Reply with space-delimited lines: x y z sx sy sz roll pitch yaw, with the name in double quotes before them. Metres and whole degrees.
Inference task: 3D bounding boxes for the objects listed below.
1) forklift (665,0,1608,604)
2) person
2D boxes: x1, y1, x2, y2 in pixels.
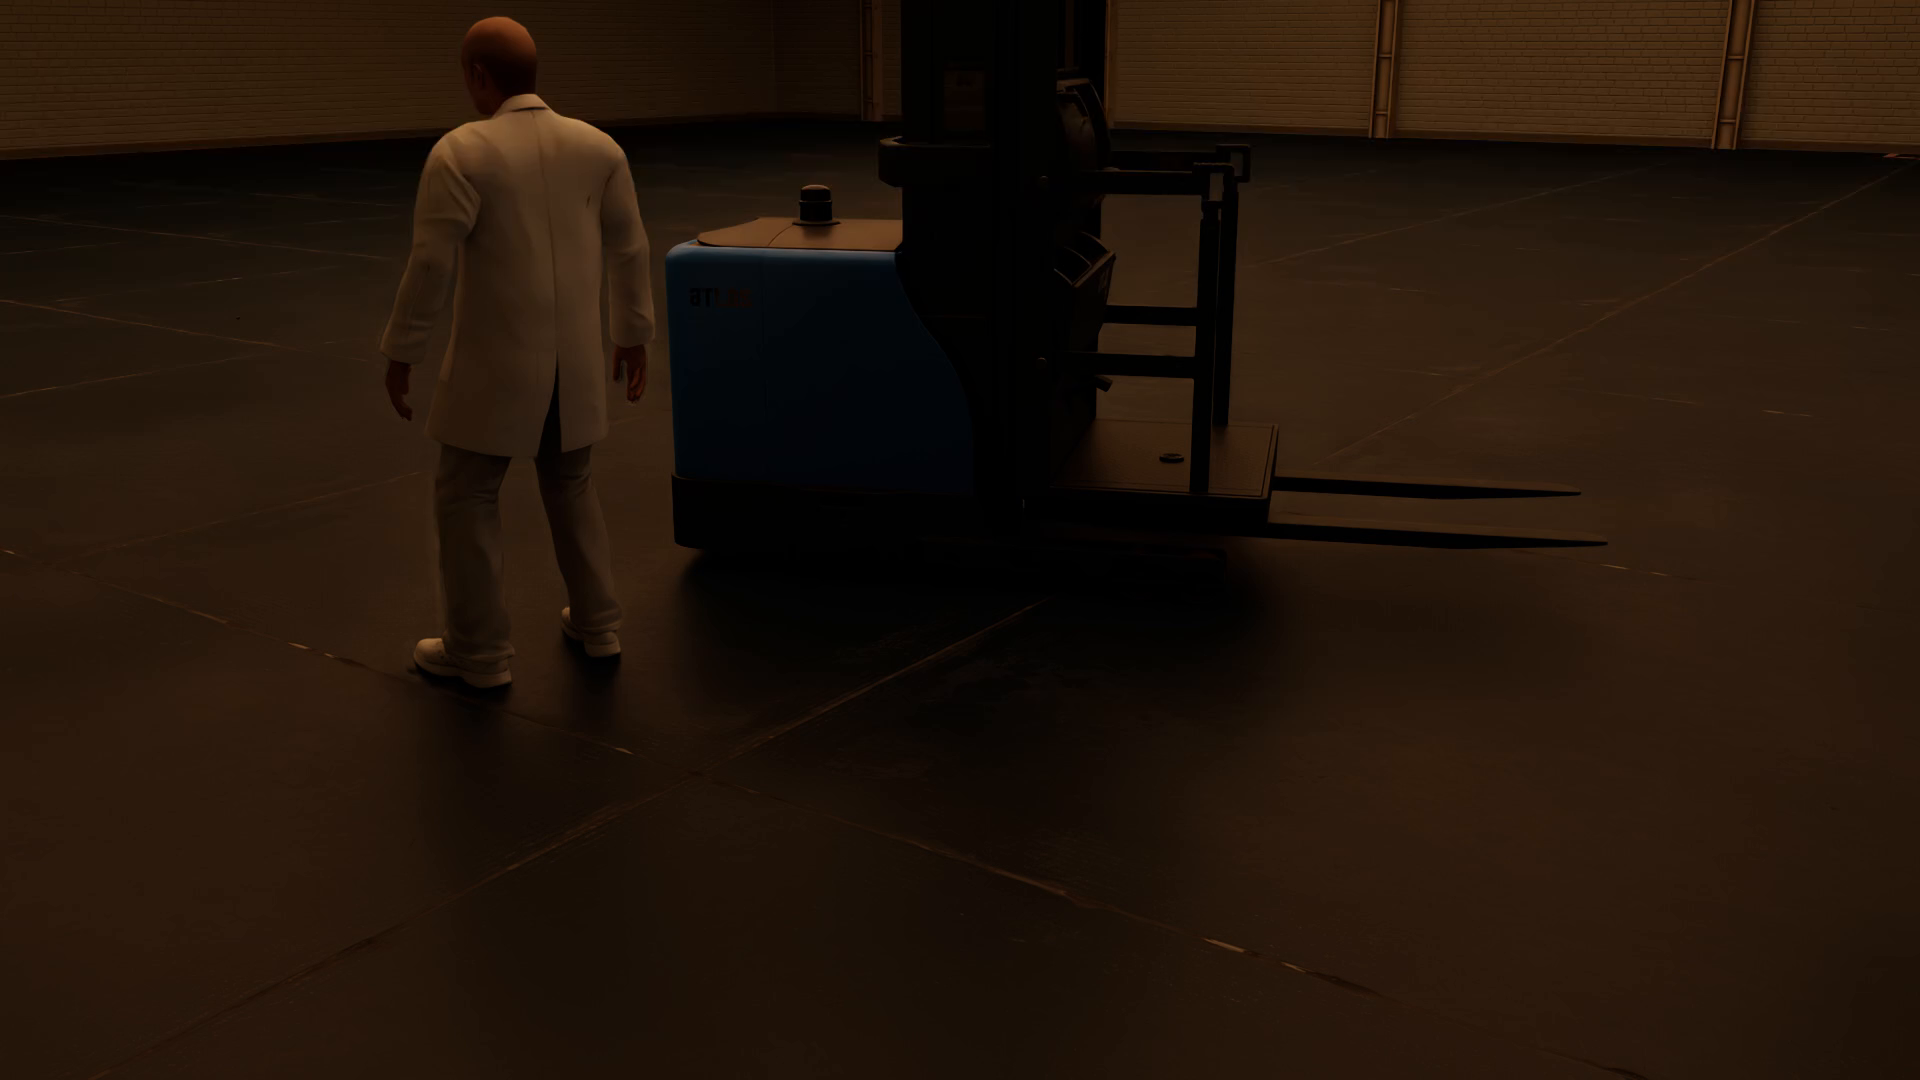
"forklift" 0.595 -1.367 5.404 3.031 2.935 1.130 4 17 12
"person" -1.214 -0.506 4.552 0.767 1.770 0.437 -15 22 -41
